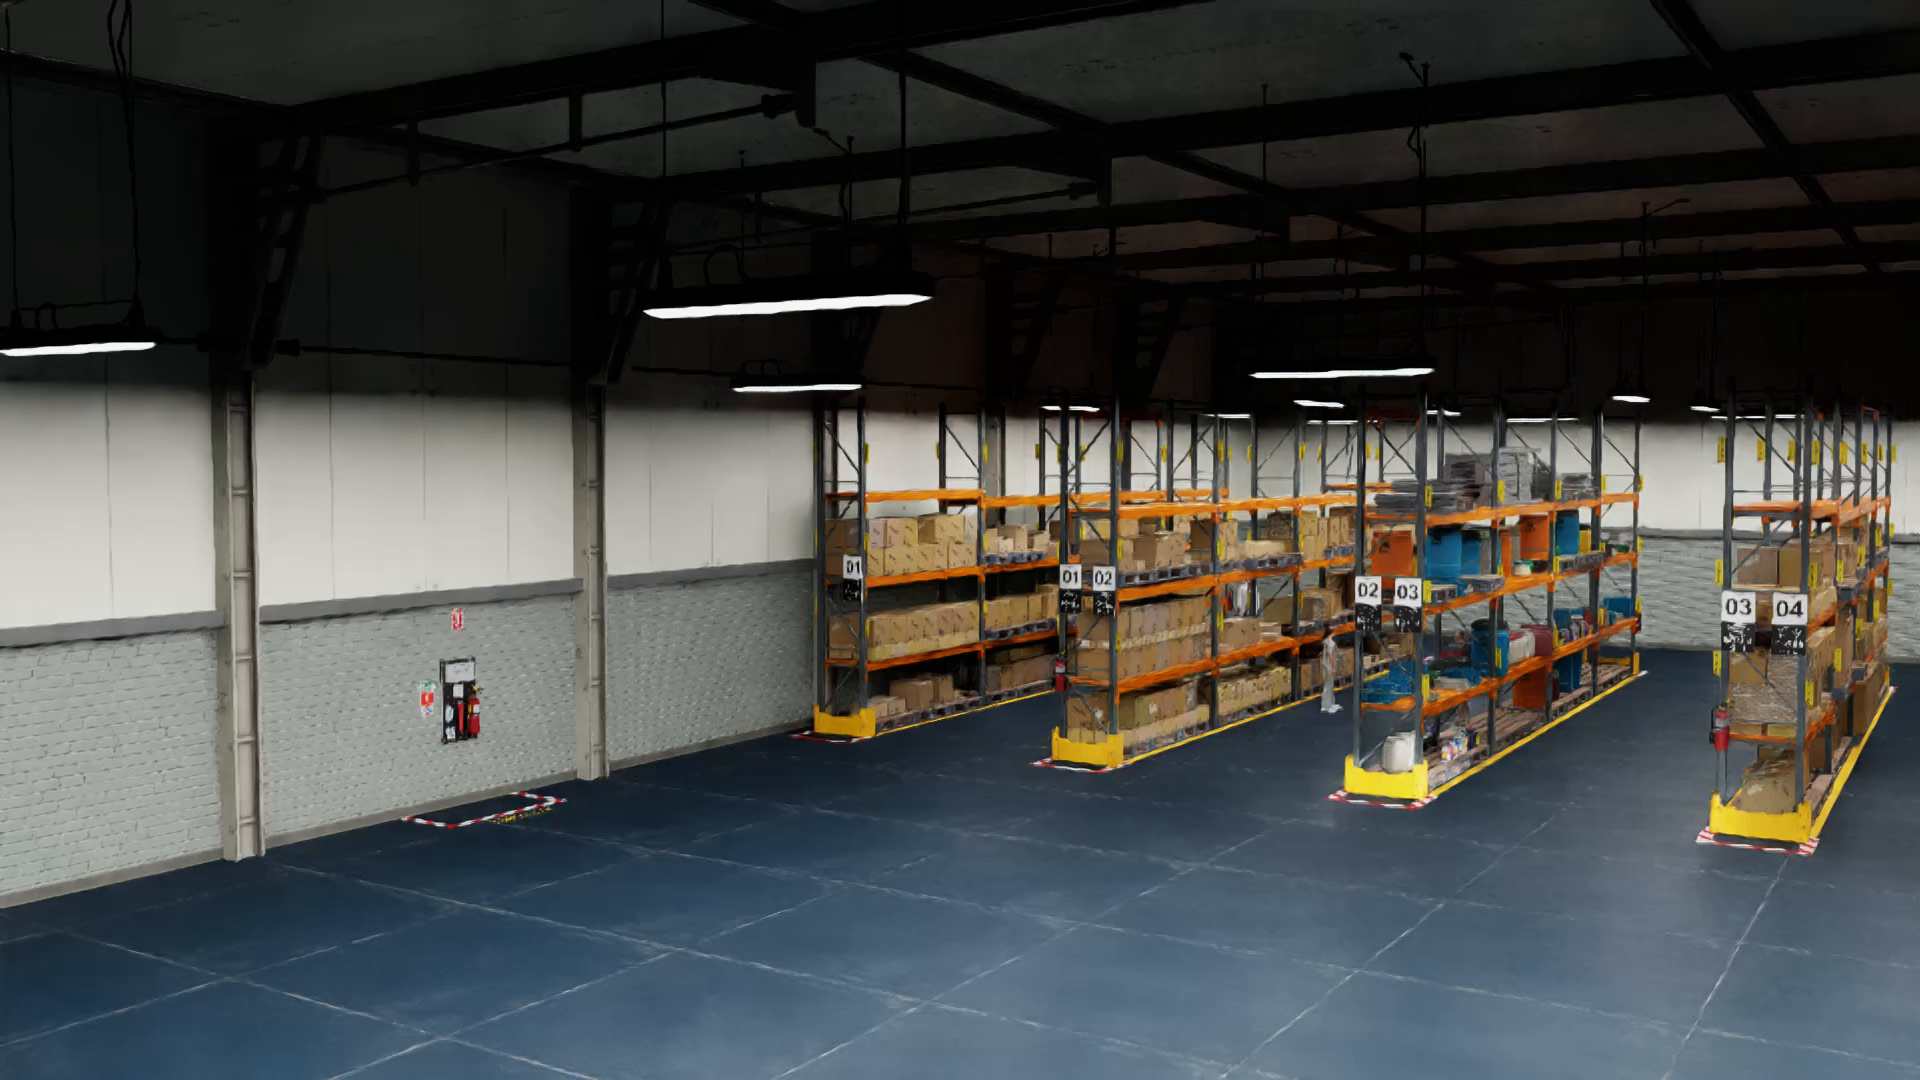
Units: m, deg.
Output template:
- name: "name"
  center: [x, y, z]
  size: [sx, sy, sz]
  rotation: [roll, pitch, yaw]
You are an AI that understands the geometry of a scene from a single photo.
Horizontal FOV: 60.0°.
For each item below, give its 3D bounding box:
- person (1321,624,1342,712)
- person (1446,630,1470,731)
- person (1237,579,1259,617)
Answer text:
- name: "person"
  center: [7.193, 2.463, 32.165]
  size: [0.432, 1.677, 0.496]
  rotation: [0, 3, 2]
- name: "person"
  center: [8.601, 2.401, 28.689]
  size: [0.589, 1.720, 0.684]
  rotation: [3, 4, 42]
- name: "person"
  center: [7.680, 1.800, 44.377]
  size: [0.621, 1.749, 1.011]
  rotation: [0, 3, 7]
